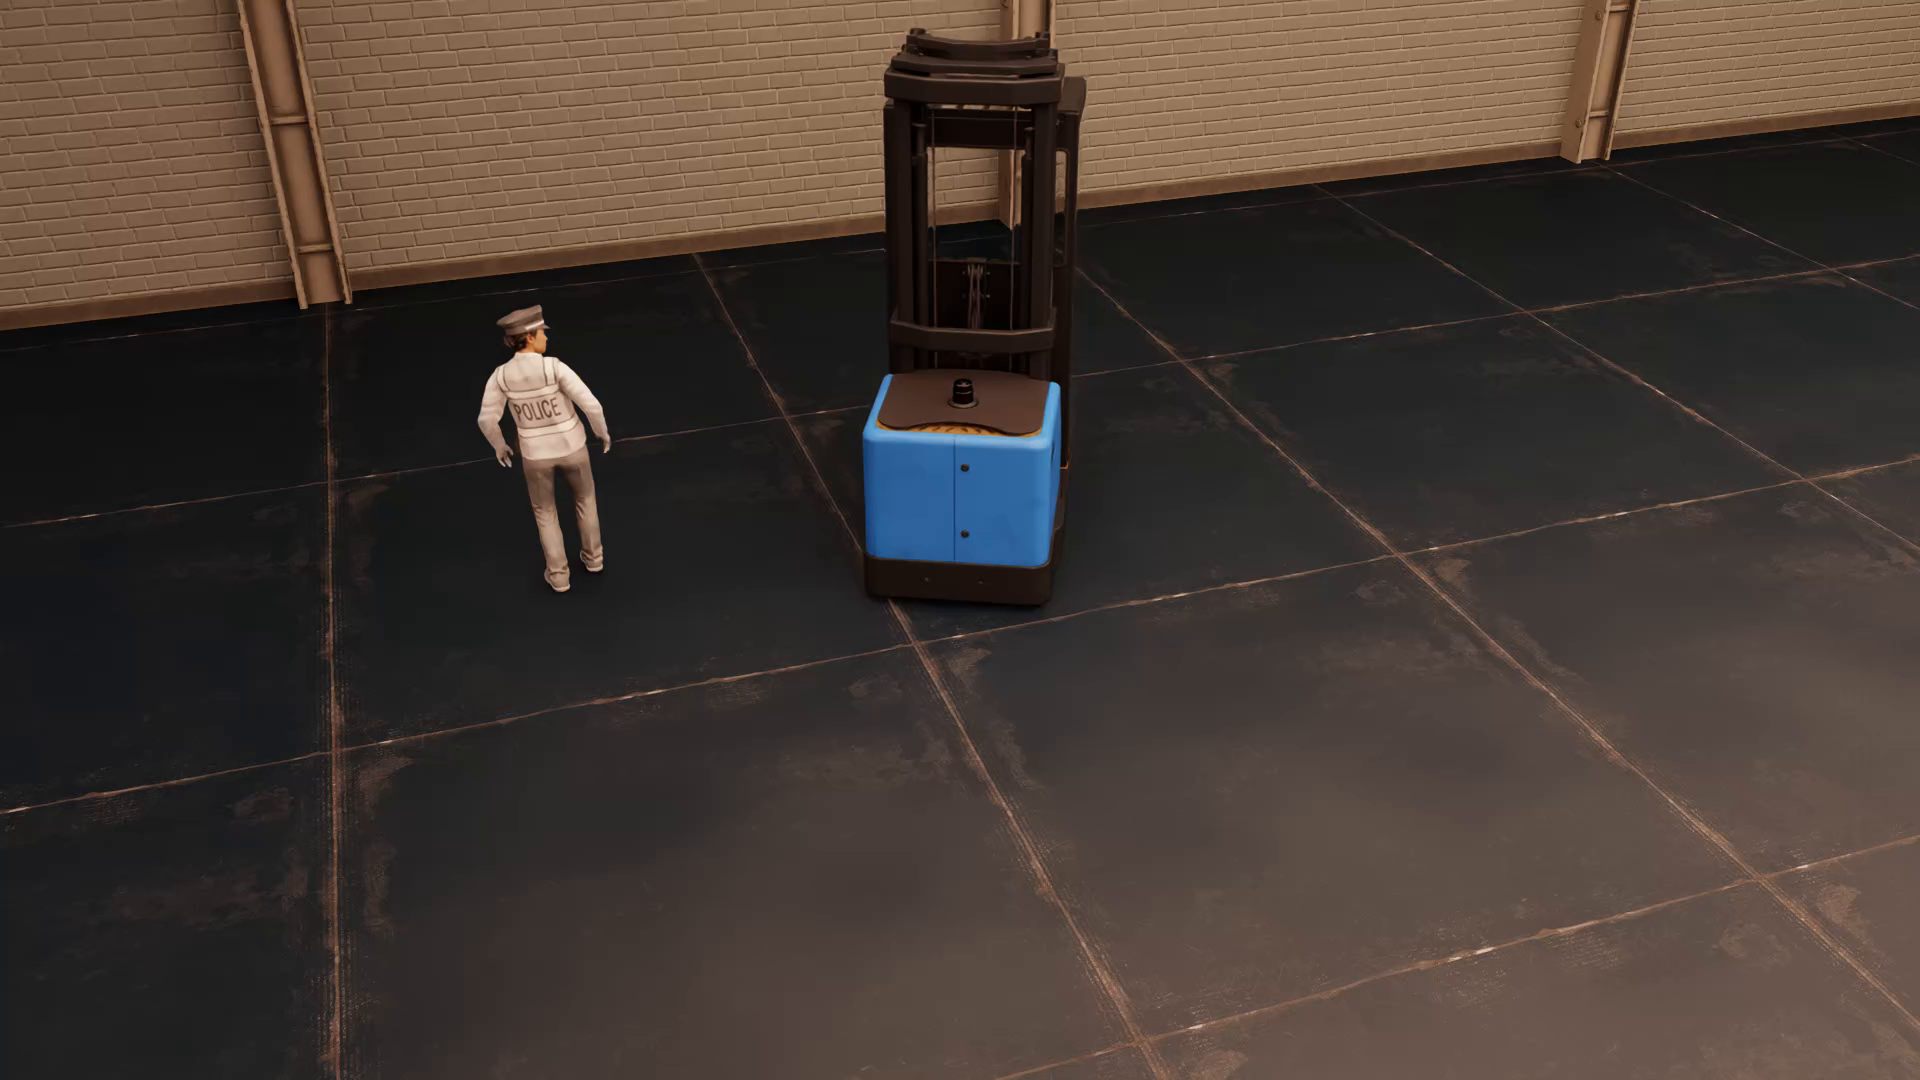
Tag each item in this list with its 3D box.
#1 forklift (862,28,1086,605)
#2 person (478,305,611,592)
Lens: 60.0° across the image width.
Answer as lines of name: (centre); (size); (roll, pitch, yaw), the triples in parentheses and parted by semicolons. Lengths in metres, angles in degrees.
forklift: (0.148, -1.620, 9.903); (1.130, 2.935, 3.031); (3, 30, 6)
person: (-2.299, -0.519, 9.275); (0.694, 1.654, 0.468); (-6, 30, -10)
